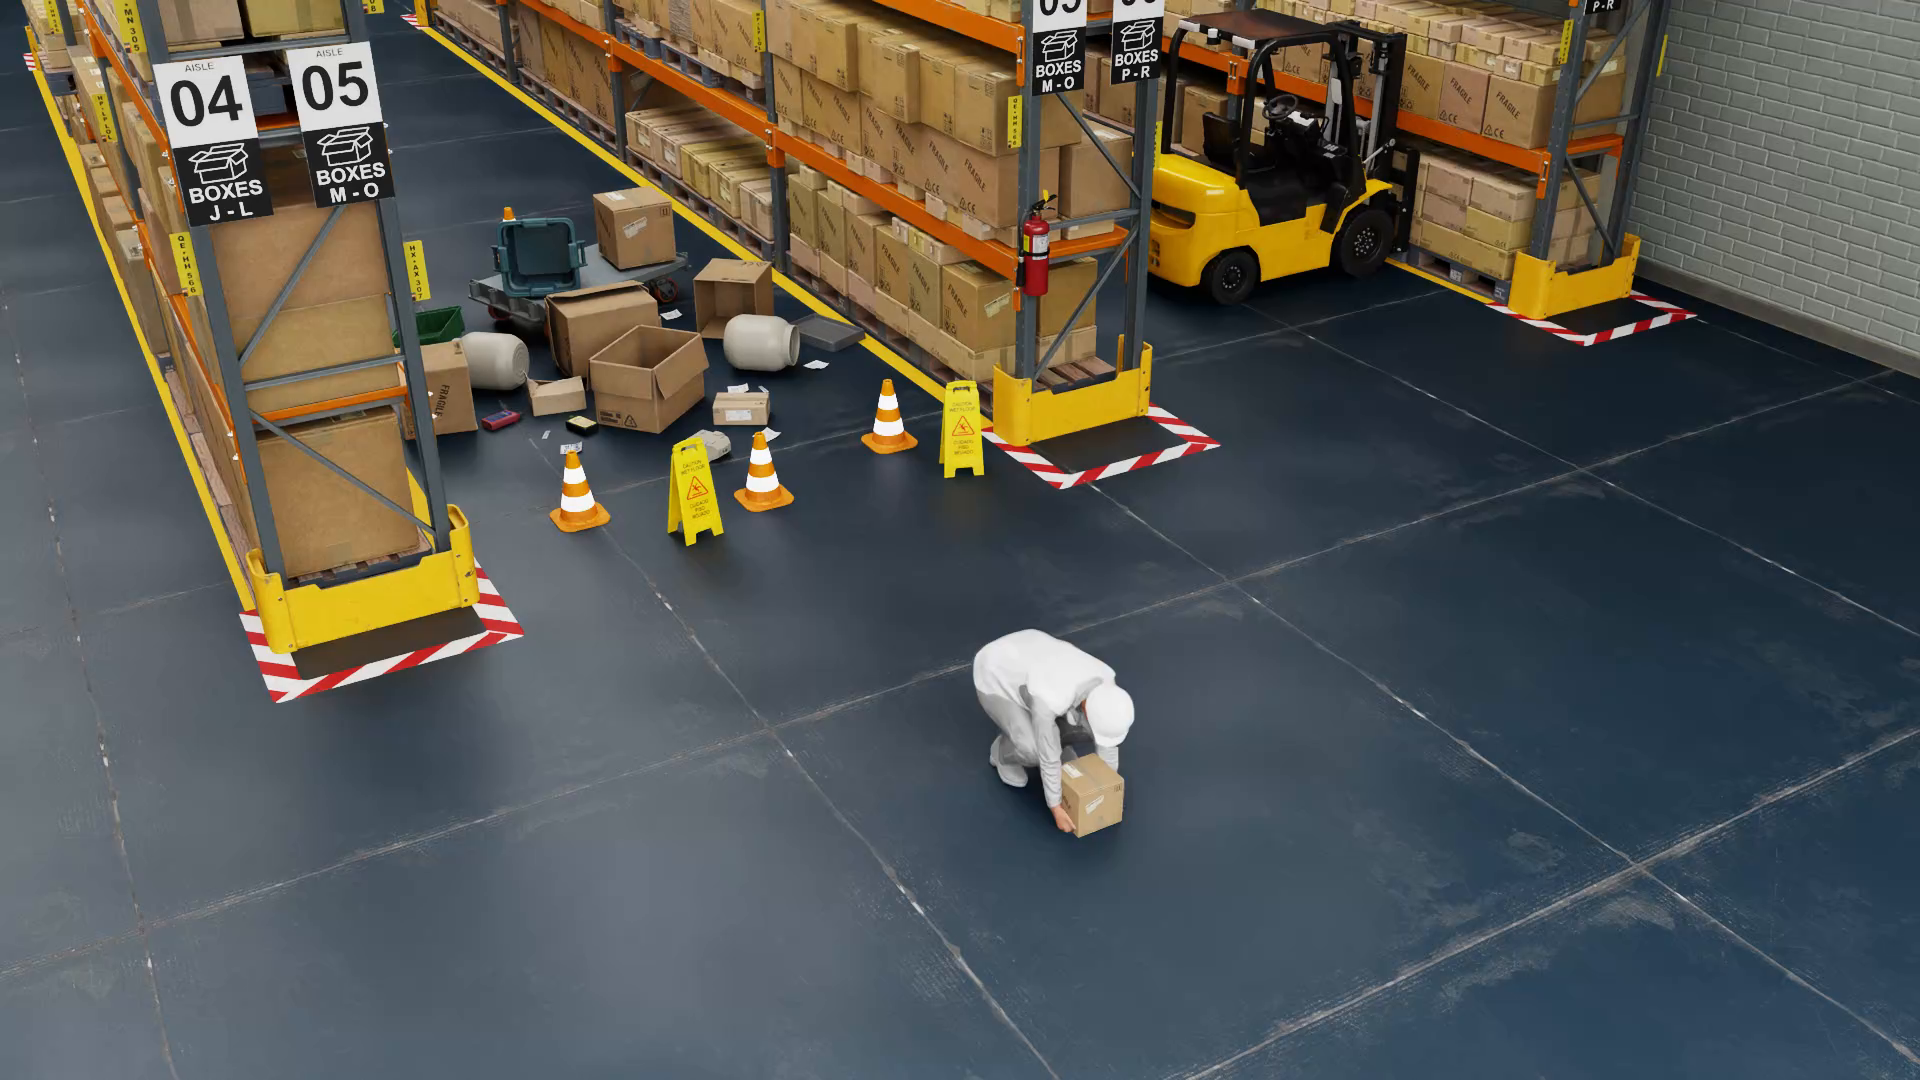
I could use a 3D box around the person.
[{"bbox_3d":[0.465,0.878,8.013,0.508,0.785,0.986,-17,33,-27],"label":"person"}]
